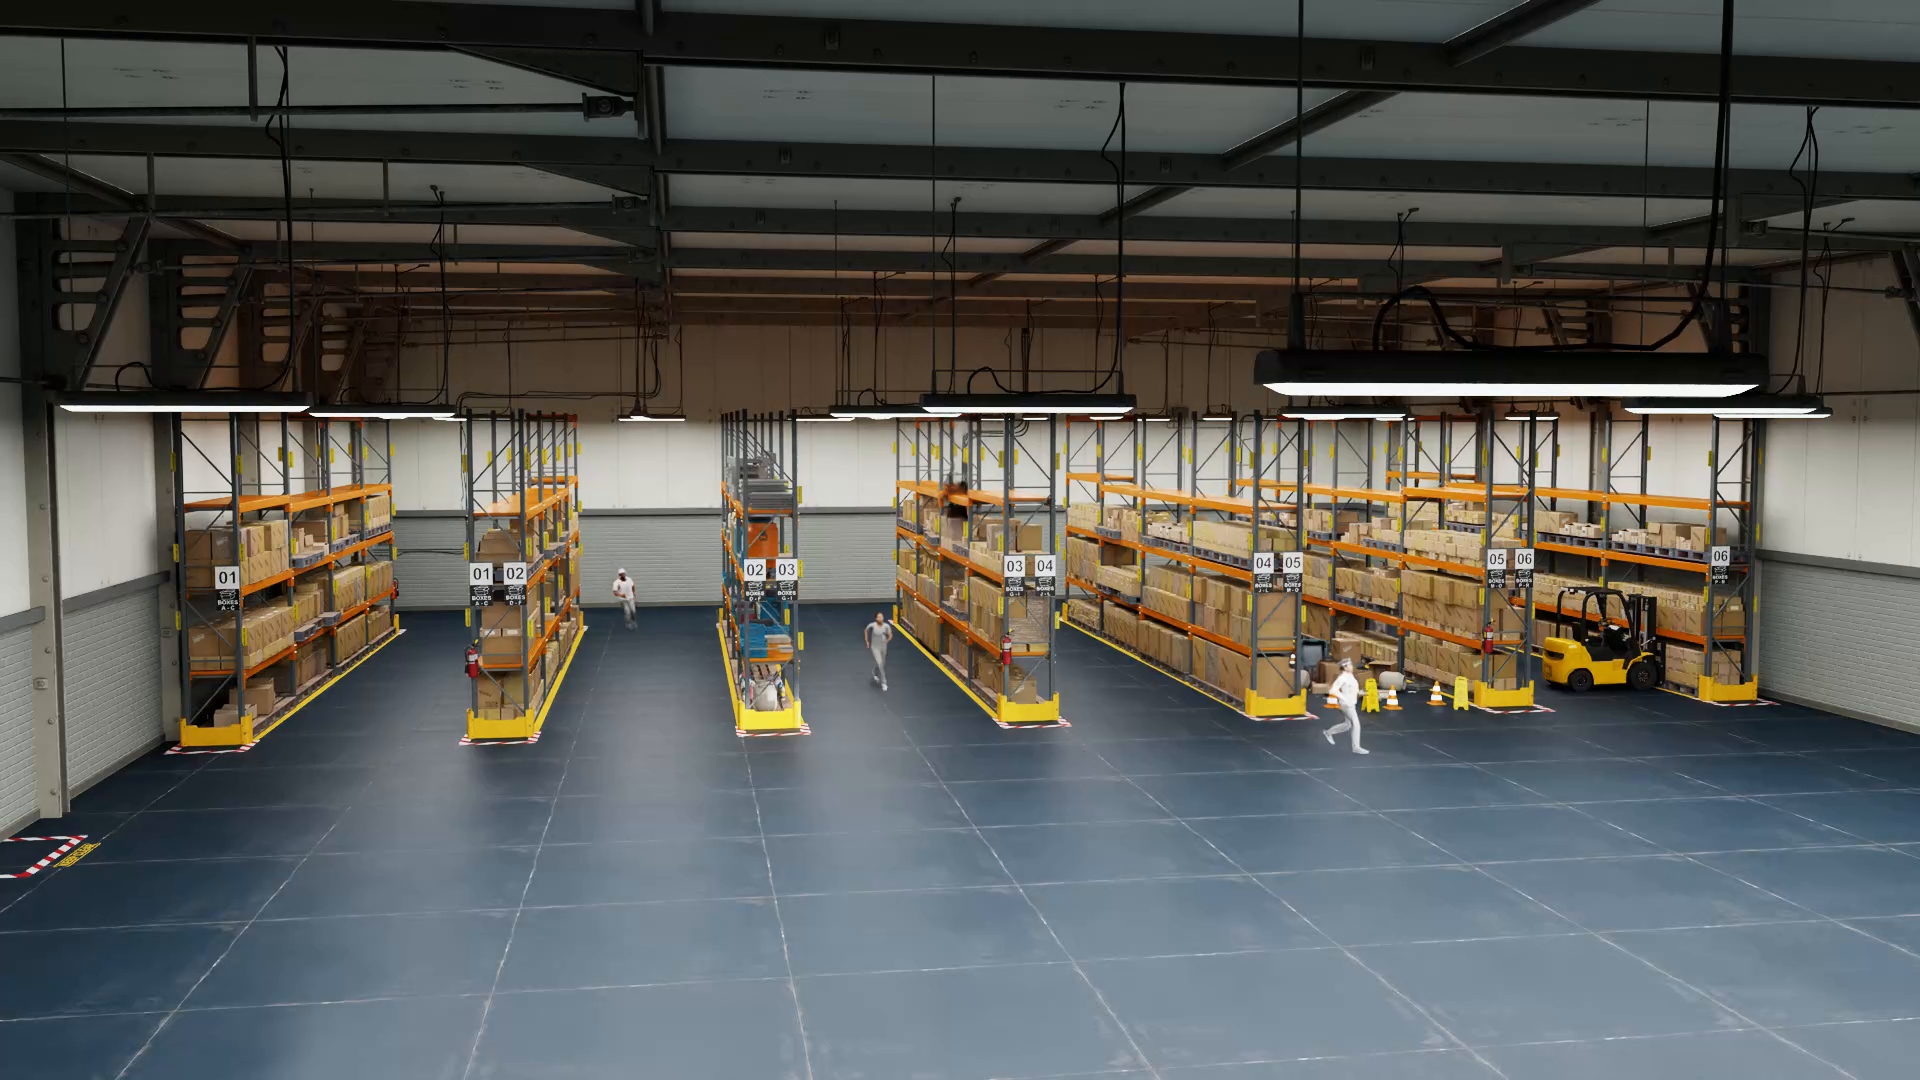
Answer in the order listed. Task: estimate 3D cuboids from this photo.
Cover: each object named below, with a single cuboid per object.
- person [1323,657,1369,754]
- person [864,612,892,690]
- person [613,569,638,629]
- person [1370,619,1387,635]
[{"bbox_3d":[6.732,2.866,28.966,0.820,1.661,0.626,2,5,30],"label":"person"},{"bbox_3d":[-1.756,2.373,36.097,0.587,1.658,0.961,-1,4,-16],"label":"person"},{"bbox_3d":[-9.264,1.645,46.100,0.719,1.716,0.595,-2,5,-30],"label":"person"},{"bbox_3d":[11.363,1.736,45.096,0.672,1.703,0.629,-1,4,-15],"label":"person"}]
